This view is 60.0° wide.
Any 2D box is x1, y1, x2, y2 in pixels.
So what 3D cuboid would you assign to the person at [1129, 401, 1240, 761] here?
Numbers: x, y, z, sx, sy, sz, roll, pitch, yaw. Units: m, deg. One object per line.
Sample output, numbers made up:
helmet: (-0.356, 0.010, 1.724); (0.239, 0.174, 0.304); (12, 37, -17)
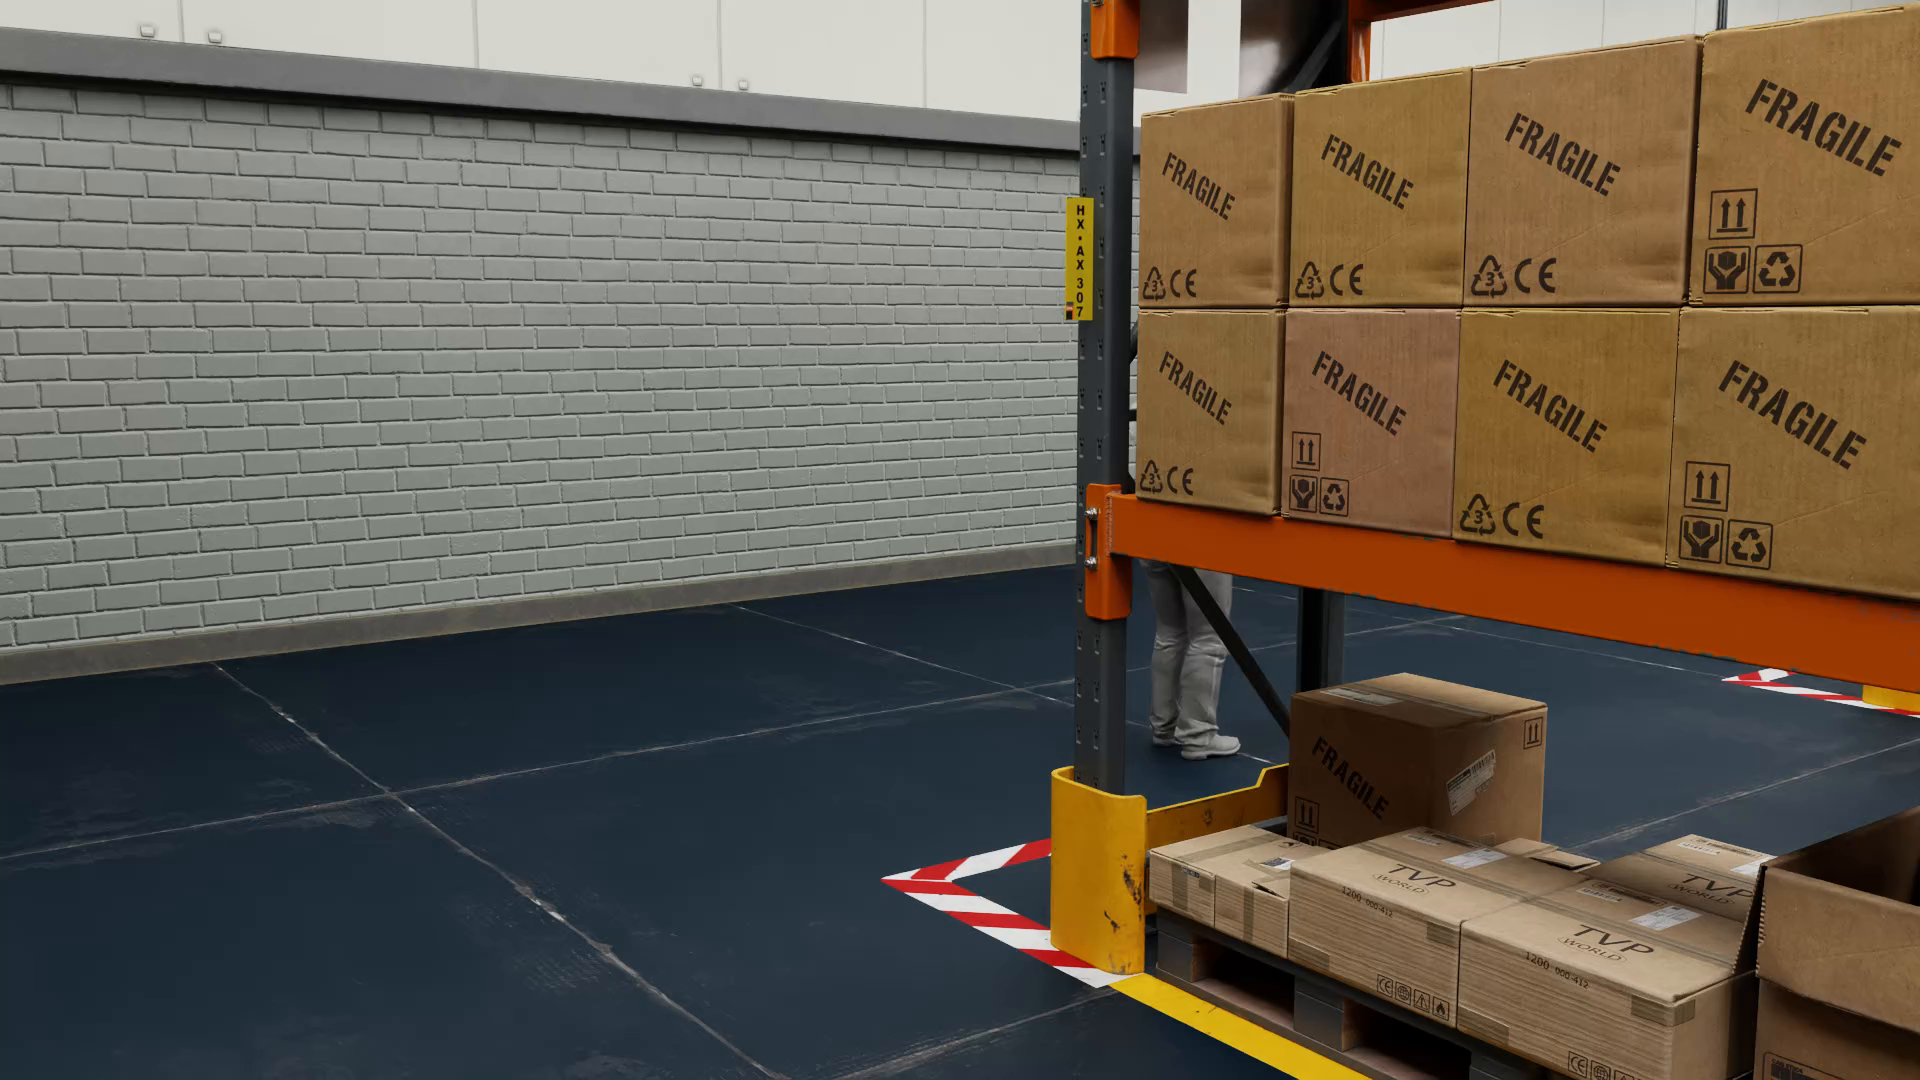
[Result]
person: (0.982, -0.016, 6.845); (0.546, 1.768, 0.495); (-5, 9, -35)
